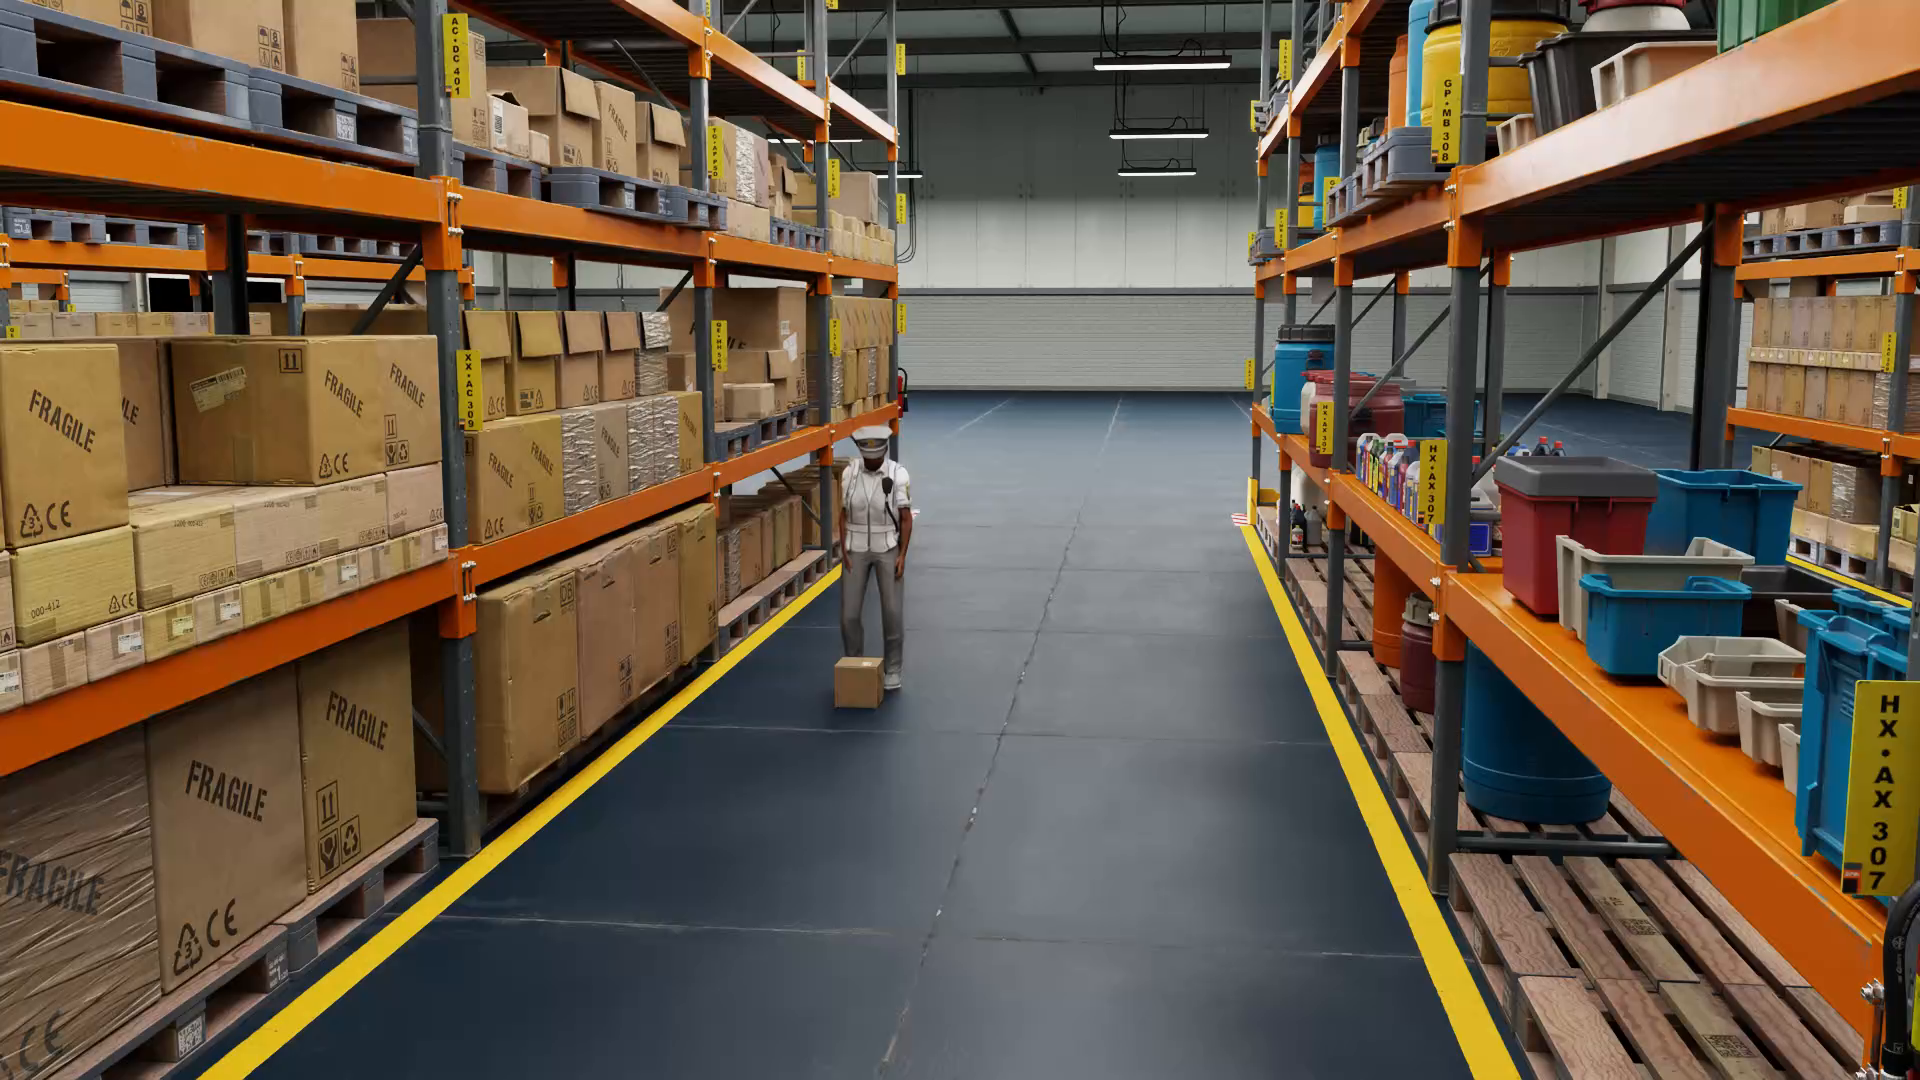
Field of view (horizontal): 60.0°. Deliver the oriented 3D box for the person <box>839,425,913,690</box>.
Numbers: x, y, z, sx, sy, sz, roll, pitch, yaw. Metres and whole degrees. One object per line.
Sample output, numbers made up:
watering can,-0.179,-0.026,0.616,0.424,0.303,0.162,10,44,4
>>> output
person,-0.516,0.108,10.201,0.457,1.624,0.442,1,8,8
